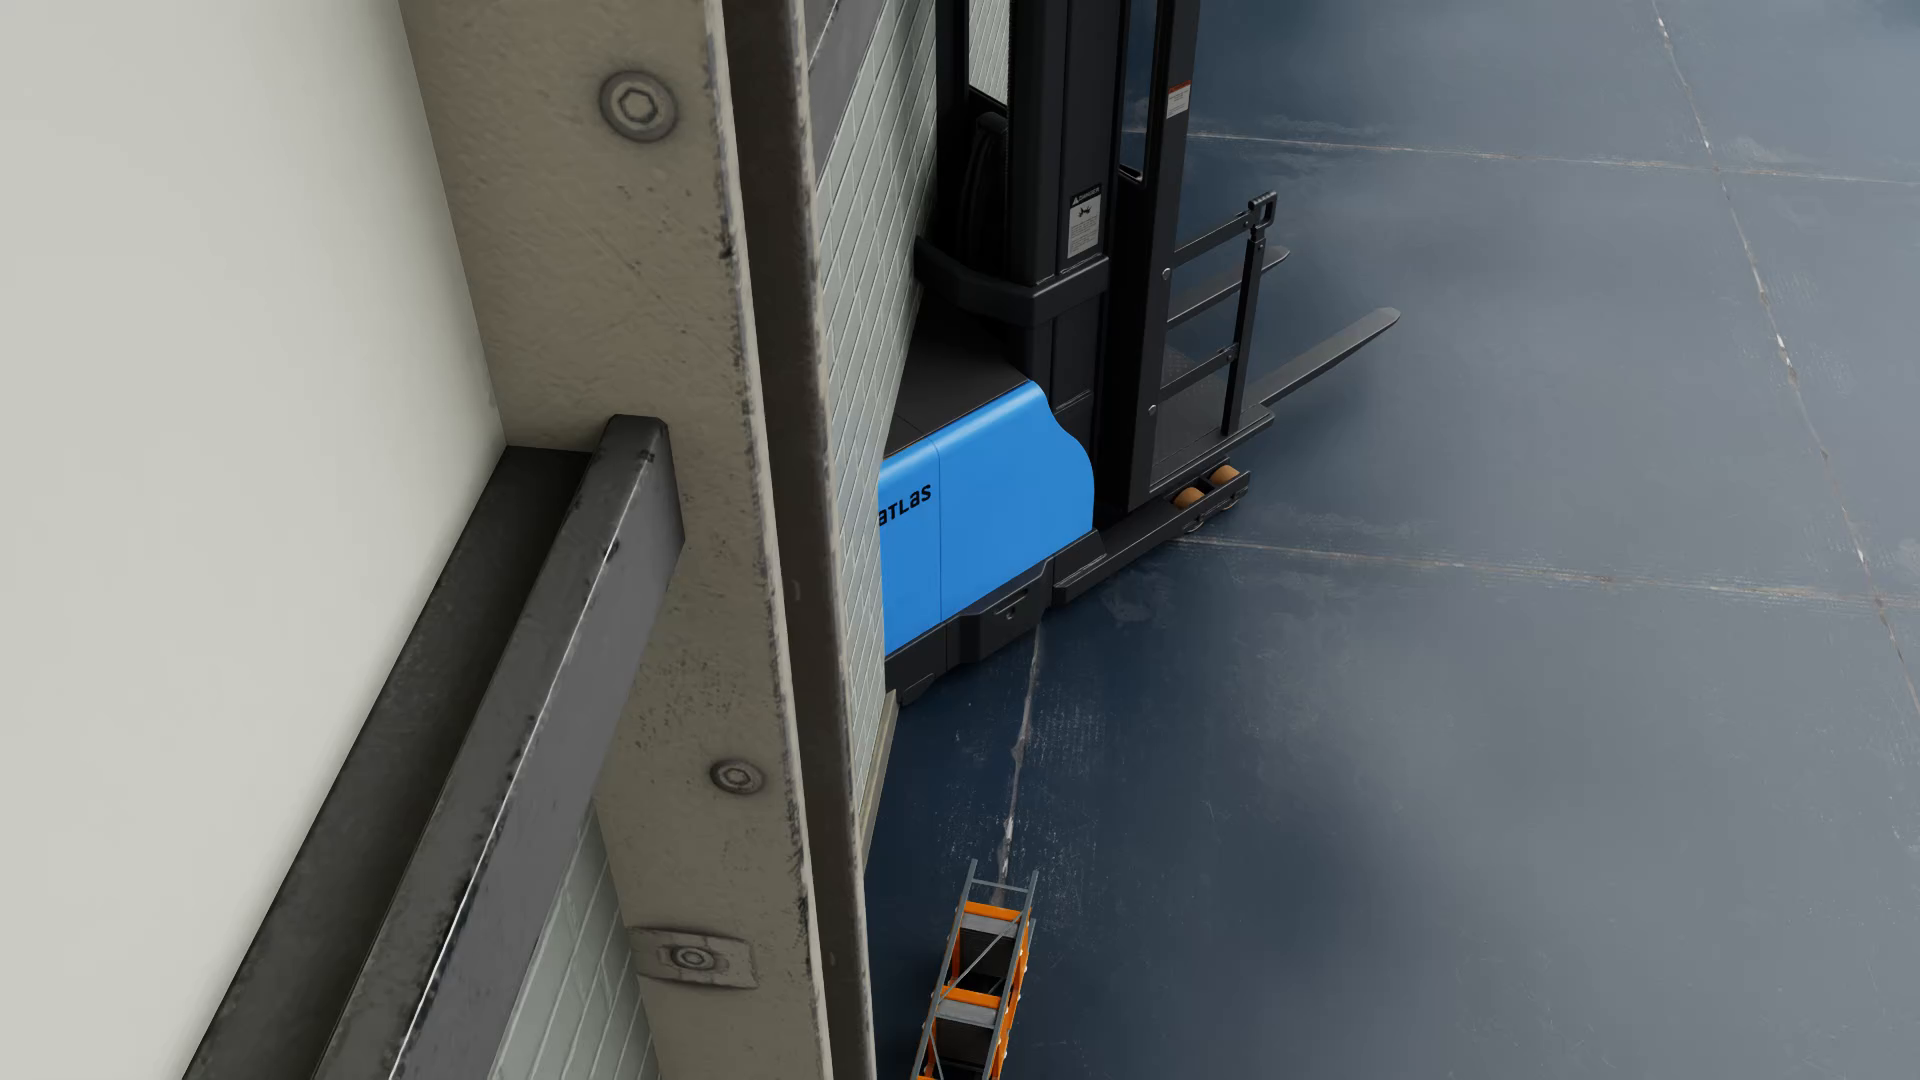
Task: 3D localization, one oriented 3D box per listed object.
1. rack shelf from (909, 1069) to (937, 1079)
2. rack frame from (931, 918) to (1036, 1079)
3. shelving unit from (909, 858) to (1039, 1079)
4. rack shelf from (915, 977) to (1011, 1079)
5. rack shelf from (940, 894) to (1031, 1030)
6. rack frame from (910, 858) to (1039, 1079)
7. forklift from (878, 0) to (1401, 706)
[{"bbox_3d":[-0.055,1.588,4.385,0.215,0.240,0.259,9,44,10],"label":"rack shelf"},{"bbox_3d":[0.012,1.483,4.673,0.200,0.008,1.050,9,44,10],"label":"rack frame"},{"bbox_3d":[0.012,1.395,4.589,0.215,0.252,1.050,9,44,10],"label":"shelving unit"},{"bbox_3d":[0.009,1.402,4.582,0.215,0.240,0.259,9,44,10],"label":"rack shelf"},{"bbox_3d":[0.075,1.212,4.782,0.215,0.240,0.259,9,44,10],"label":"rack shelf"},{"bbox_3d":[0.012,1.306,4.505,0.200,0.008,1.050,9,44,10],"label":"rack frame"},{"bbox_3d":[0.474,-1.344,5.537,3.031,2.935,1.130,-31,51,-28],"label":"forklift"}]
